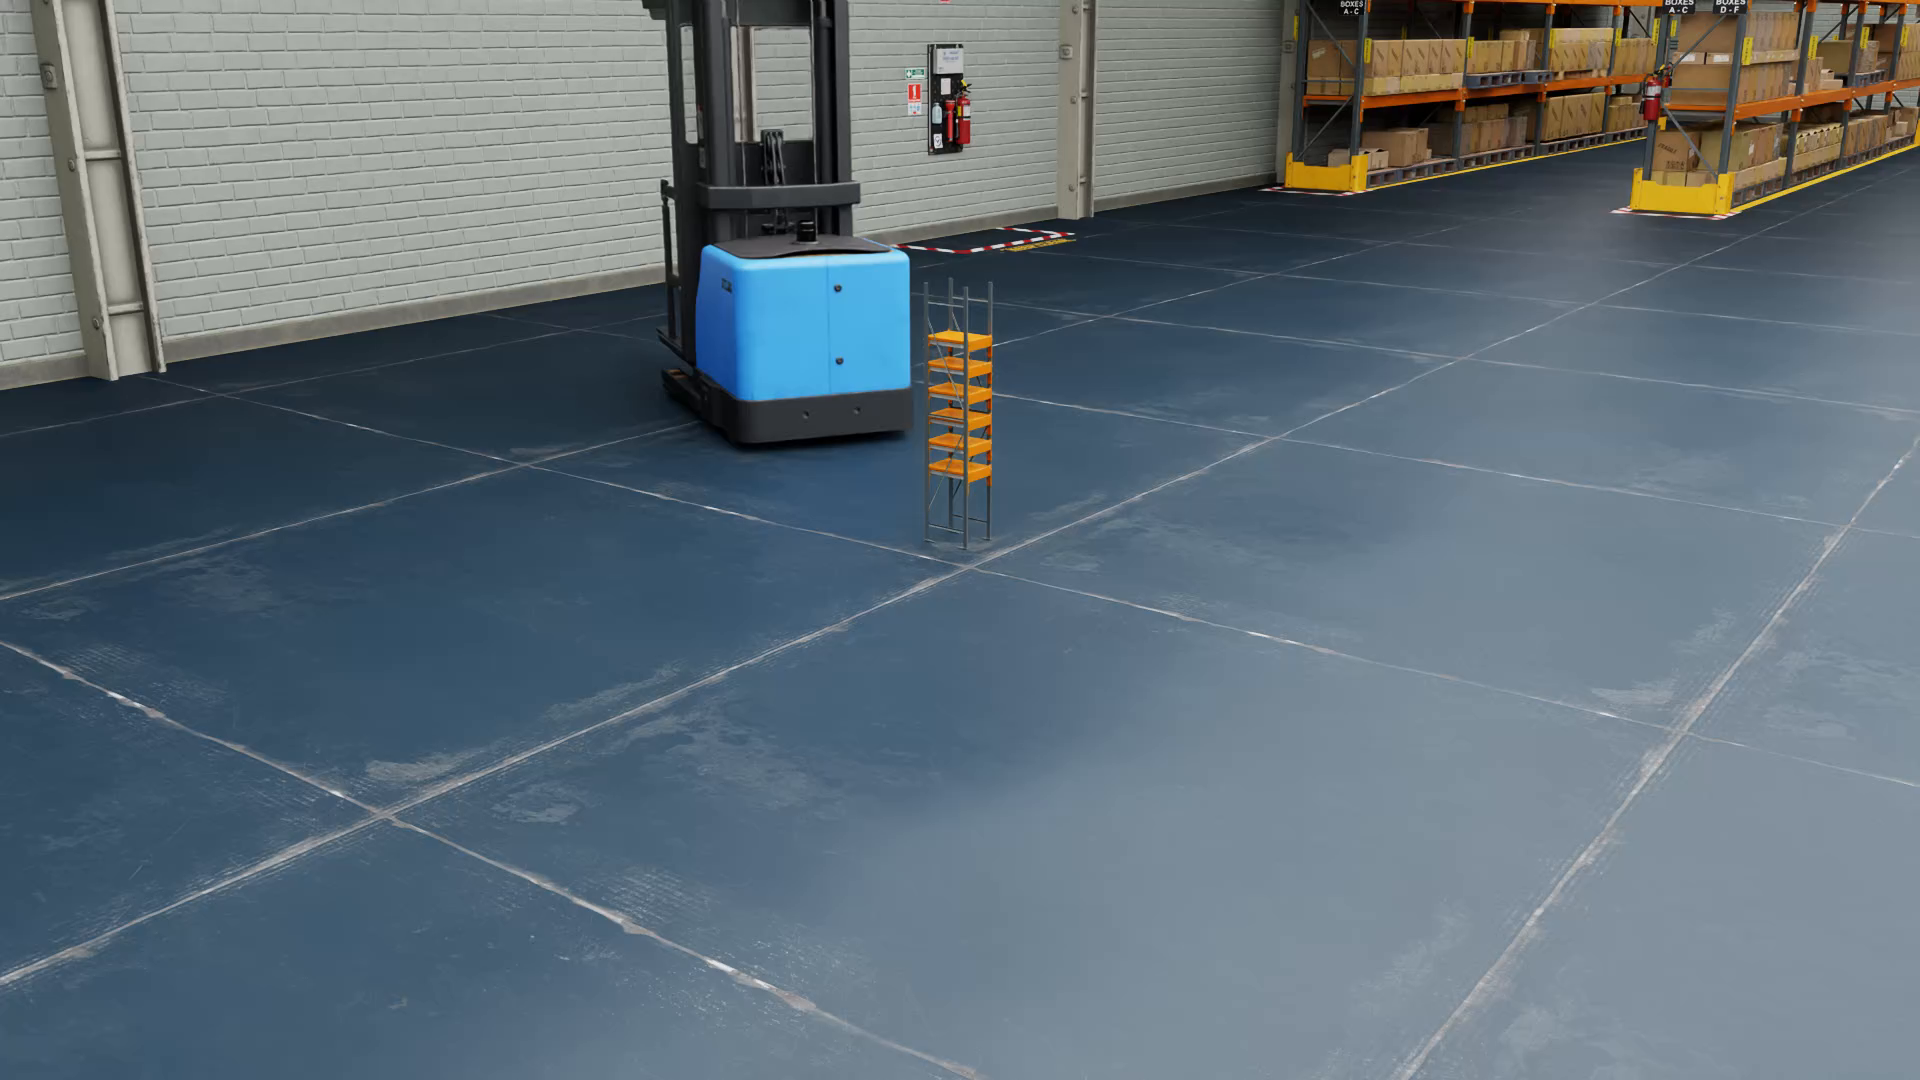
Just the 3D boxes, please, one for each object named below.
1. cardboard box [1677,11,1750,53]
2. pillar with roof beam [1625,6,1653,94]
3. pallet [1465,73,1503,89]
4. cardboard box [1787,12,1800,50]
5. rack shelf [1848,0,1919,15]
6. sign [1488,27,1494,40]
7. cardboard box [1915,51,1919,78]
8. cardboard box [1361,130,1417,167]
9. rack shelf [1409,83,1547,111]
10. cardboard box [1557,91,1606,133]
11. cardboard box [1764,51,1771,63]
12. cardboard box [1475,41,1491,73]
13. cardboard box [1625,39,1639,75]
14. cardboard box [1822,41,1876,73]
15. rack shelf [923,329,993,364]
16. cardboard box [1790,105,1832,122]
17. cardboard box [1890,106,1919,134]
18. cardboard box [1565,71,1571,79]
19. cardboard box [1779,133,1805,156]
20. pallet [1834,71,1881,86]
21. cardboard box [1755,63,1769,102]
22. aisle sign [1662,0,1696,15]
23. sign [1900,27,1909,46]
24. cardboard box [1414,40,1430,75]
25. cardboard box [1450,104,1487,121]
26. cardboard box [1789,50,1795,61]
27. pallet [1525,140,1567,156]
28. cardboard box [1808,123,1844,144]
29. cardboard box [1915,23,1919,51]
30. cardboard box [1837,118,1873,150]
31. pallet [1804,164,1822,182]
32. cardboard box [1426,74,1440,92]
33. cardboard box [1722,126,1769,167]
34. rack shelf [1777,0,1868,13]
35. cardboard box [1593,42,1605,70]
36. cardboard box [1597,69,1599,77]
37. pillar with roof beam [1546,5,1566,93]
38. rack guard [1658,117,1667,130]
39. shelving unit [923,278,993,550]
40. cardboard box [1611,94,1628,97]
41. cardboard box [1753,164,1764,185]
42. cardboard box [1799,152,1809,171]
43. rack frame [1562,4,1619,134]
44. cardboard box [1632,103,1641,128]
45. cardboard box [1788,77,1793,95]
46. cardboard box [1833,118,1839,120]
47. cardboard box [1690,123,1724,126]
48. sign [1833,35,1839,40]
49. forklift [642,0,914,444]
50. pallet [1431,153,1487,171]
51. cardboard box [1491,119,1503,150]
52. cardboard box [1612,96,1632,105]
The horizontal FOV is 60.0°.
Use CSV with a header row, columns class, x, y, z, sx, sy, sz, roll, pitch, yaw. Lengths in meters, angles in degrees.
class,x,y,z,sx,sy,sz,roll,pitch,yaw
cardboard box,9.578,-6.462,21.138,0.700,0.500,0.500,13,21,35
pillar with roof beam,19.182,-13.259,35.266,9.100,9.000,0.400,12,21,35
pallet,8.233,-7.565,27.370,1.003,0.211,1.213,12,21,35
cardboard box,11.382,-7.186,23.471,0.700,0.500,0.500,13,21,35
rack shelf,17.600,-10.097,31.354,1.077,0.370,4.000,12,21,35
sign,9.596,-9.103,30.048,0.100,0.325,0.005,12,21,35
cardboard box,18.135,-9.135,31.933,0.500,0.500,0.500,13,21,35
cardboard box,6.579,-6.014,25.527,0.700,0.500,0.500,11,20,31
rack shelf,8.852,-7.633,28.479,1.077,0.370,4.000,12,21,35
cardboard box,12.144,-8.402,32.658,0.750,0.750,0.750,13,21,35
cardboard box,10.581,-6.452,22.200,0.380,0.149,0.250,13,21,35
cardboard box,8.330,-8.005,27.554,0.700,0.500,0.500,15,23,40
cardboard box,13.203,-9.848,33.893,0.980,0.700,0.700,12,21,33
cardboard box,15.008,-8.181,28.153,0.500,0.500,0.700,-15,23,-40
rack shelf,-0.009,-0.871,7.461,0.258,0.103,0.180,12,21,35
cardboard box,14.423,-7.231,28.181,0.500,0.250,0.500,13,22,37
cardboard box,18.665,-8.327,32.974,0.500,0.500,0.500,12,21,35
cardboard box,11.170,-8.691,31.064,0.380,0.149,0.250,13,21,36
cardboard box,12.088,-5.835,24.460,0.500,0.311,0.500,13,21,35
pallet,15.180,-7.951,28.613,1.003,0.211,1.213,12,21,35
cardboard box,10.467,-6.199,22.479,0.700,0.500,0.500,13,22,36
aisle sign,8.983,-6.951,20.686,0.394,0.787,0.004,12,21,35
sign,16.856,-8.987,29.673,0.100,0.325,0.005,12,21,35
cardboard box,6.717,-7.267,25.042,0.500,0.500,0.500,13,22,36
cardboard box,8.653,-7.283,28.347,0.500,0.250,0.500,12,21,33
cardboard box,11.502,-6.822,23.392,0.380,0.149,0.250,12,21,34
pallet,10.574,-7.296,30.881,1.003,0.211,1.213,12,21,35
cardboard box,13.910,-6.565,26.811,0.500,0.311,0.500,13,22,36
cardboard box,17.835,-9.487,31.383,0.500,0.500,0.500,13,22,36
cardboard box,15.442,-7.022,28.772,0.500,0.500,0.500,12,21,33
pallet,12.775,-5.768,25.963,1.003,0.211,1.213,12,21,35
cardboard box,7.031,-7.032,25.550,0.500,0.250,0.500,12,21,34
cardboard box,10.652,-5.364,22.622,0.500,0.500,0.500,12,21,35
rack shelf,12.833,-8.191,25.218,1.077,0.370,4.000,12,21,35
cardboard box,12.059,-9.327,32.018,0.500,0.500,0.500,13,21,35
cardboard box,12.131,-9.047,32.208,0.380,0.149,0.250,13,22,36
pillar with roof beam,15.607,-11.830,30.664,9.100,9.000,0.400,12,21,35
rack guard,14.825,-9.170,36.431,1.175,0.500,0.348,12,21,35
shelving unit,-0.009,-0.570,7.555,0.258,1.200,0.189,12,21,35
cardboard box,13.937,-9.375,35.289,0.380,0.149,0.250,13,21,35
cardboard box,10.651,-5.006,22.734,0.500,0.250,0.500,12,21,35
cardboard box,12.386,-5.687,24.927,0.500,0.250,0.500,13,22,36
rack frame,12.427,-9.406,32.974,1.000,3.000,0.127,12,21,35
cardboard box,13.877,-8.942,34.987,0.700,0.500,0.500,12,21,33
cardboard box,11.900,-6.679,24.447,0.500,0.250,0.500,14,22,38
cardboard box,15.010,-7.108,29.049,0.500,0.500,0.500,11,21,33
cardboard box,10.518,-5.578,23.312,0.500,0.500,0.500,12,21,35
sign,15.968,-9.039,30.333,0.100,0.325,0.005,12,21,35
forklift,-1.290,-2.332,10.310,1.130,2.935,3.031,-7,19,-21
pallet,8.123,-6.354,27.850,1.003,0.211,1.213,12,21,35
cardboard box,8.983,-7.063,28.904,0.700,0.500,0.500,12,21,34
cardboard box,13.617,-9.056,34.261,0.380,0.149,0.250,12,21,33
